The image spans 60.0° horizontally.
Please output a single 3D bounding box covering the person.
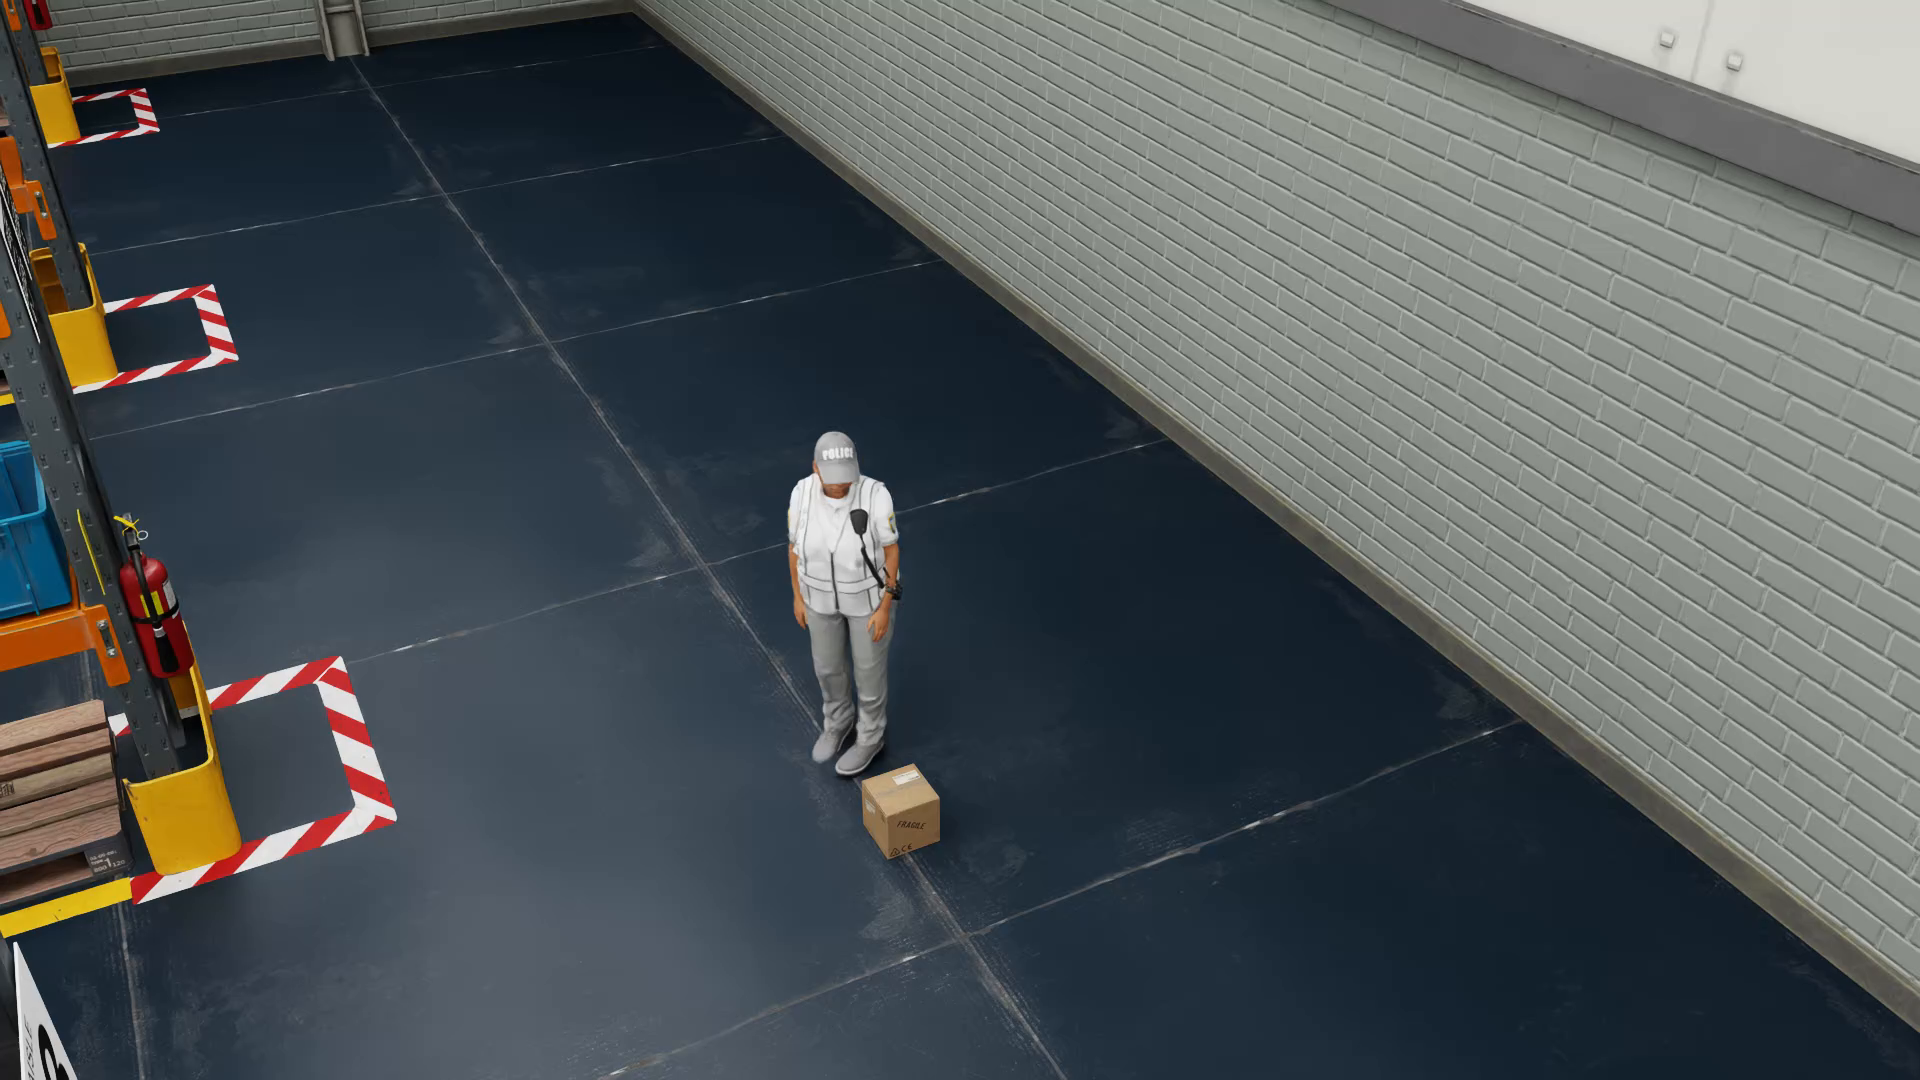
[{"bbox_3d":[-0.495,0.279,7.192,0.491,1.715,0.427,7,34,10],"label":"person"}]
